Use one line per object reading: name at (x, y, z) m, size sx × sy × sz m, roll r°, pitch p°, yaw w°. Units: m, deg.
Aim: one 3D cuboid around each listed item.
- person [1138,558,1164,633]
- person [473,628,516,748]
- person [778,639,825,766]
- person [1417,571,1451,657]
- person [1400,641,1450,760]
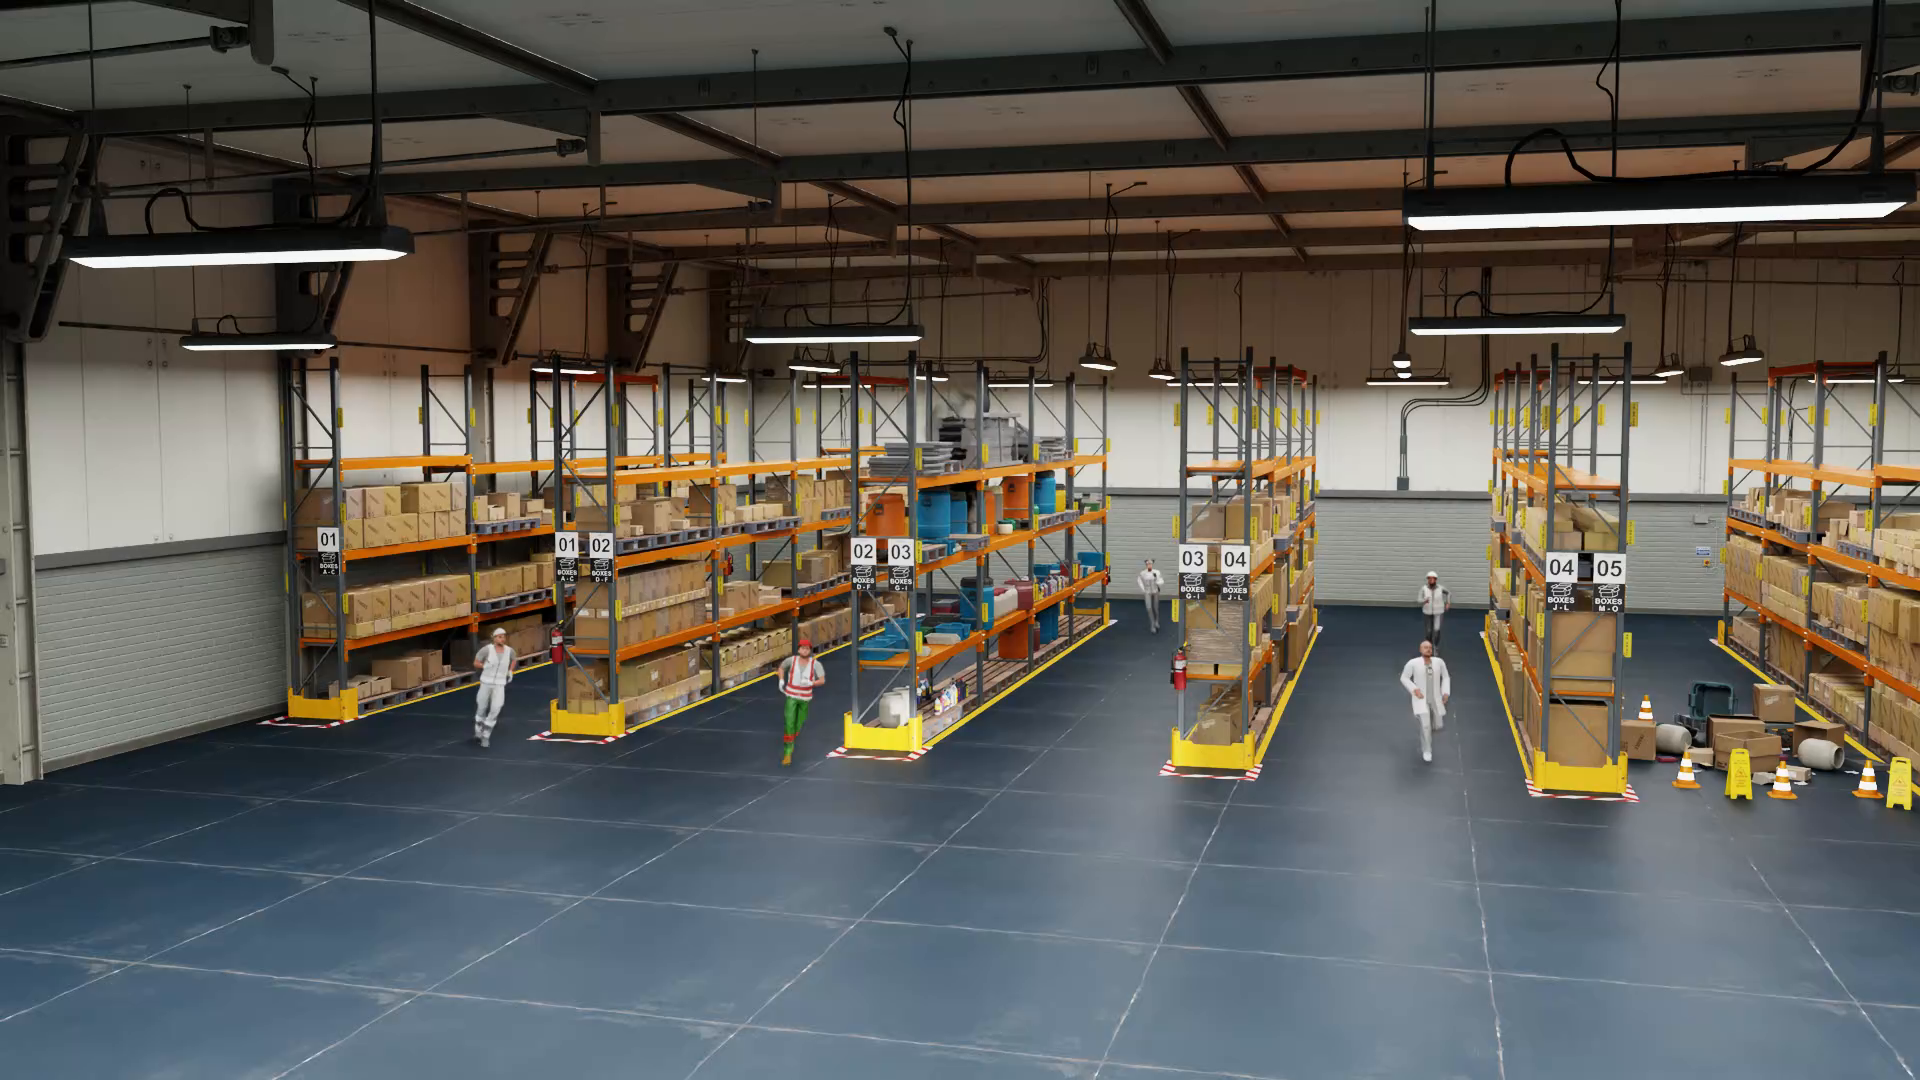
person at (4.497, 1.286, 39.154) m, size 0.617 × 1.736 × 0.792 m, roll 0°, pitch 4°, yaw 6°
person at (-7.149, 2.242, 25.596) m, size 0.665 × 1.797 × 0.786 m, roll -1°, pitch 4°, yaw -19°
person at (-2.317, 2.340, 24.368) m, size 0.674 × 1.815 × 0.856 m, roll -1°, pitch 4°, yaw -10°
person at (9.950, 1.558, 34.936) m, size 0.662 × 1.814 × 0.891 m, roll 2°, pitch 5°, yaw 21°
person at (6.885, 2.372, 24.603) m, size 0.730 × 1.678 × 0.716 m, roll 0°, pitch 4°, yaw -5°
